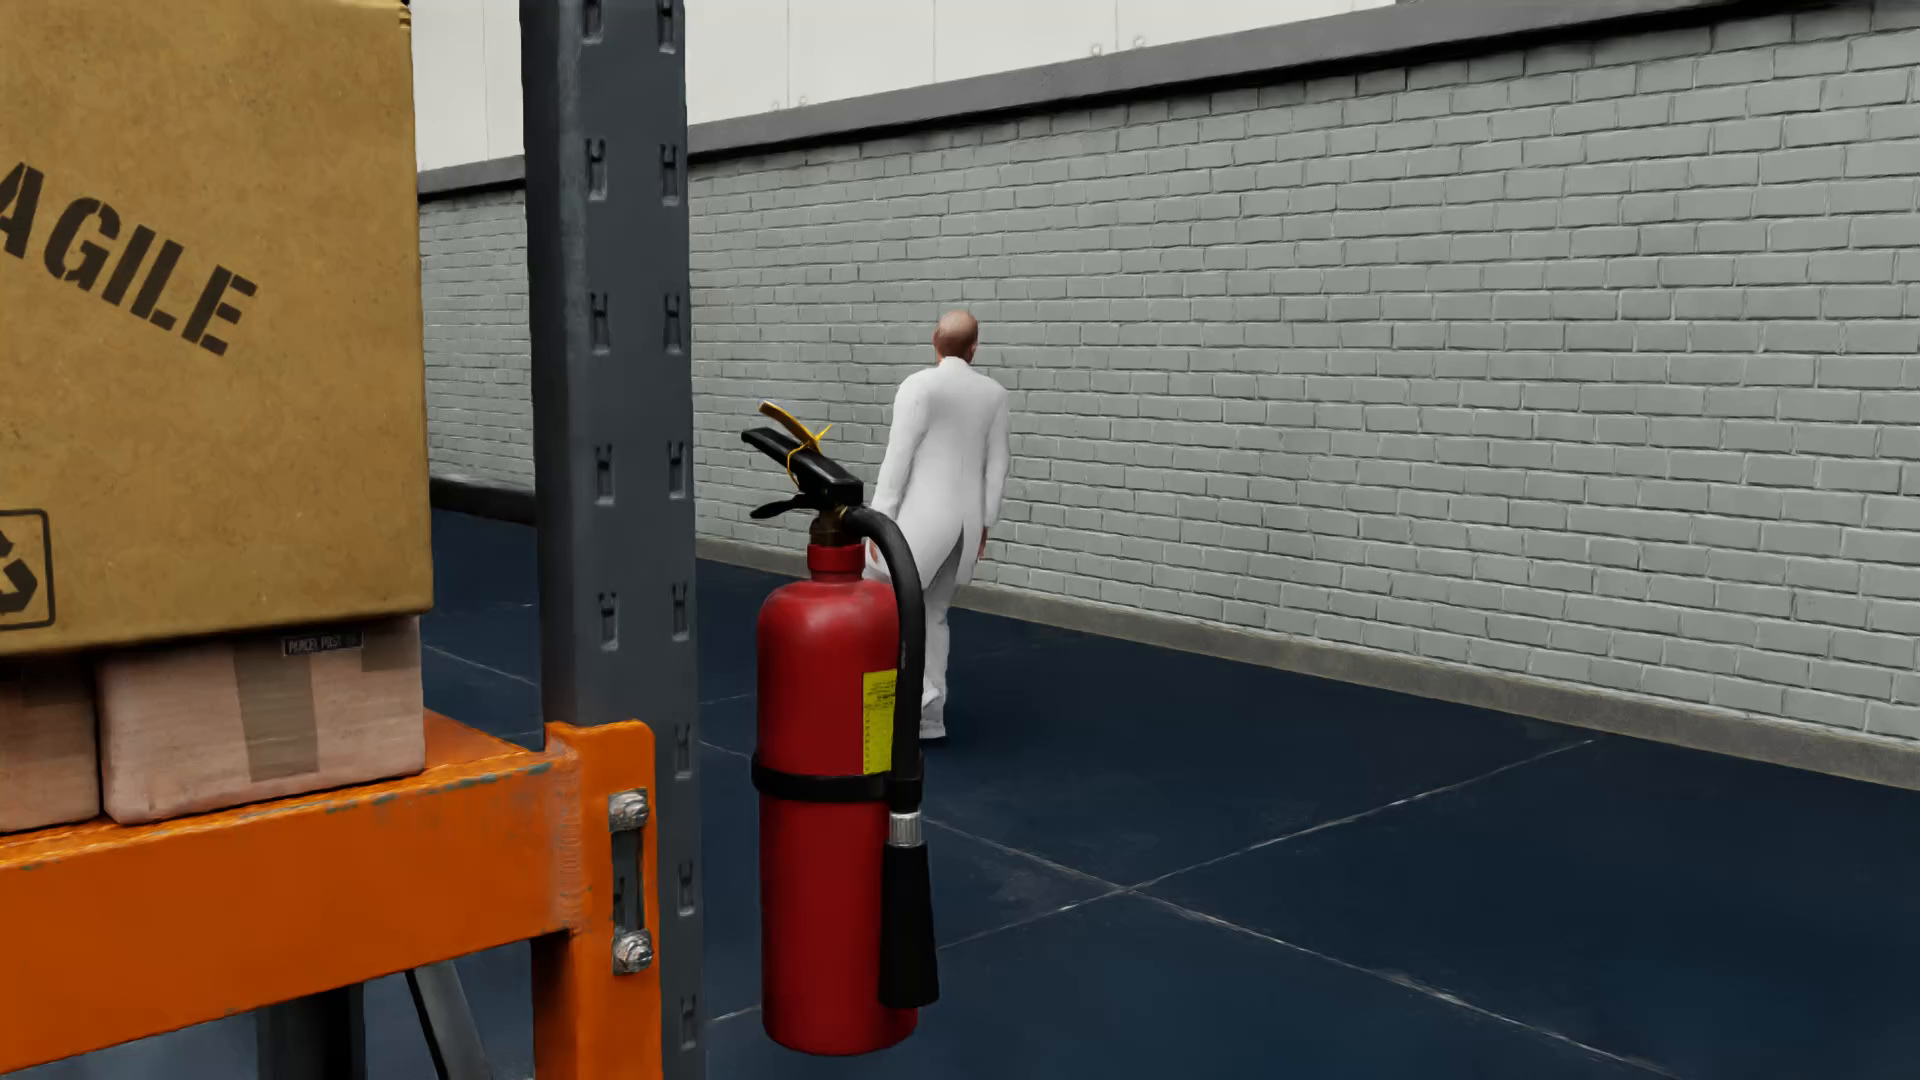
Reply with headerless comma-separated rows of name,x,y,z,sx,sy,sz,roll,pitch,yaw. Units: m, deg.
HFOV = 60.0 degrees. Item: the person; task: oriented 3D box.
person,-0.138,-0.056,6.841,0.718,1.769,0.477,-7,10,-45
